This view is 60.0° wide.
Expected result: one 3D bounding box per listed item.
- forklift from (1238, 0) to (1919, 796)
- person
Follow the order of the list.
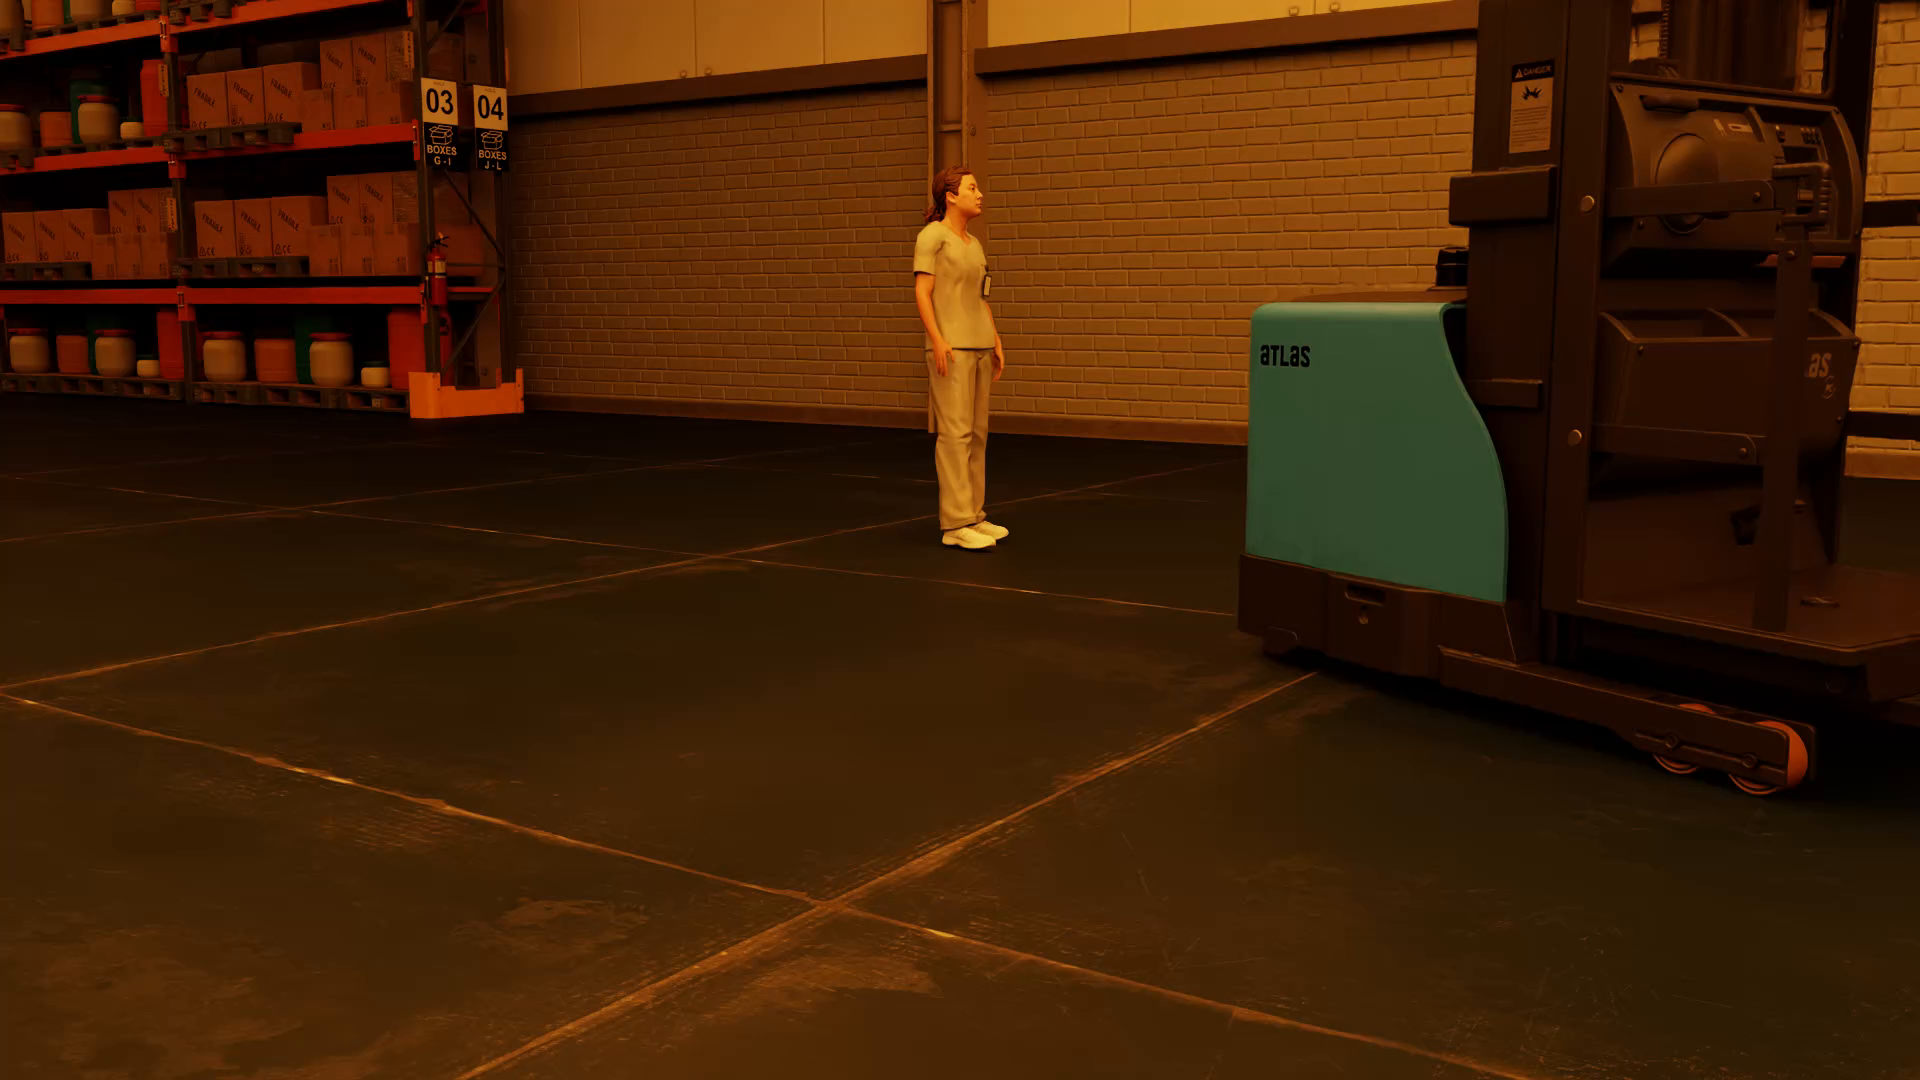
[{"bbox_3d":[2.057,-0.964,3.968,1.130,2.935,3.031,-5,9,-31],"label":"forklift"},{"bbox_3d":[0.054,-0.830,7.432,0.548,1.673,0.549,5,10,34],"label":"person"}]
